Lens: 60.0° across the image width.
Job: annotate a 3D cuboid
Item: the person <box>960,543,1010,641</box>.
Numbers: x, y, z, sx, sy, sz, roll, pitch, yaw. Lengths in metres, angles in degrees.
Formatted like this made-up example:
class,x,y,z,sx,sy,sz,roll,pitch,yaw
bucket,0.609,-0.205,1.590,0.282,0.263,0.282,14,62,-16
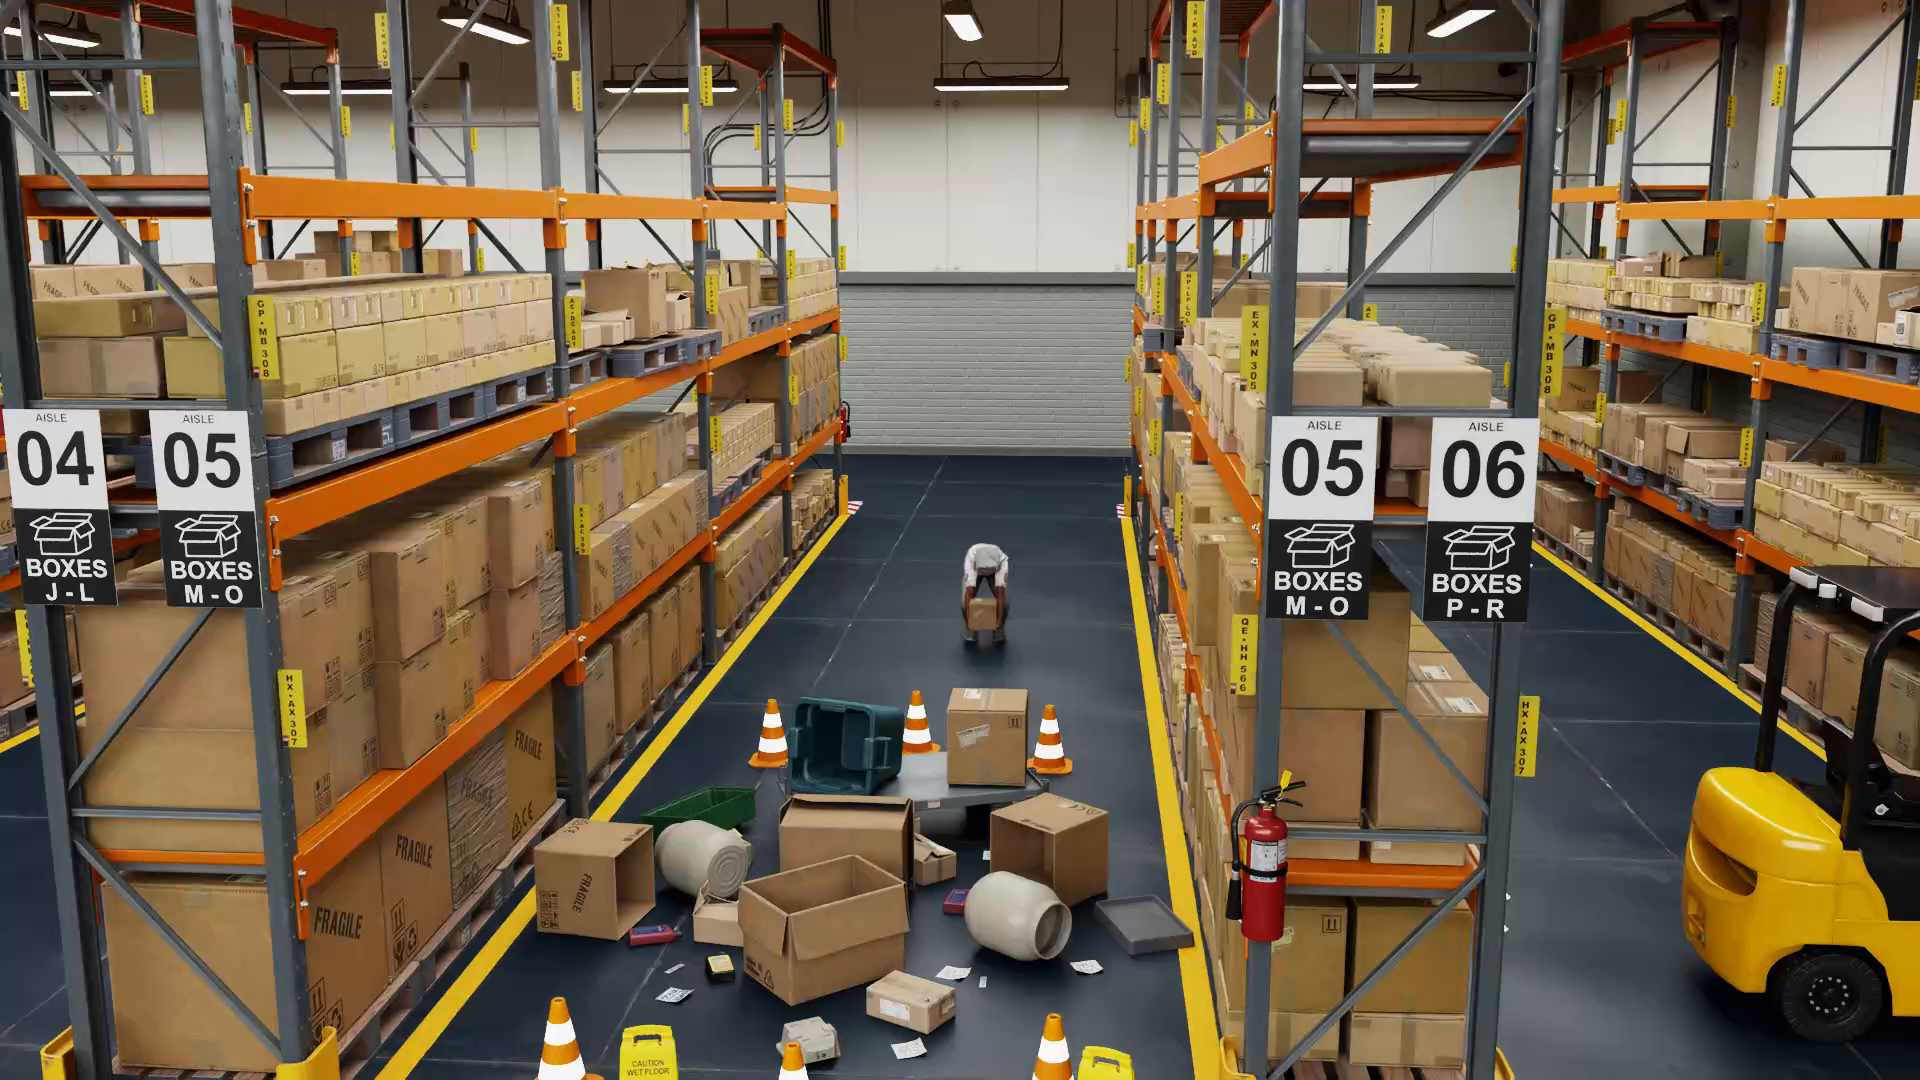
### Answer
class,x,y,z,sx,sy,sz,roll,pitch,yaw
person,0.237,0.488,15.663,0.469,0.997,0.929,0,11,1
